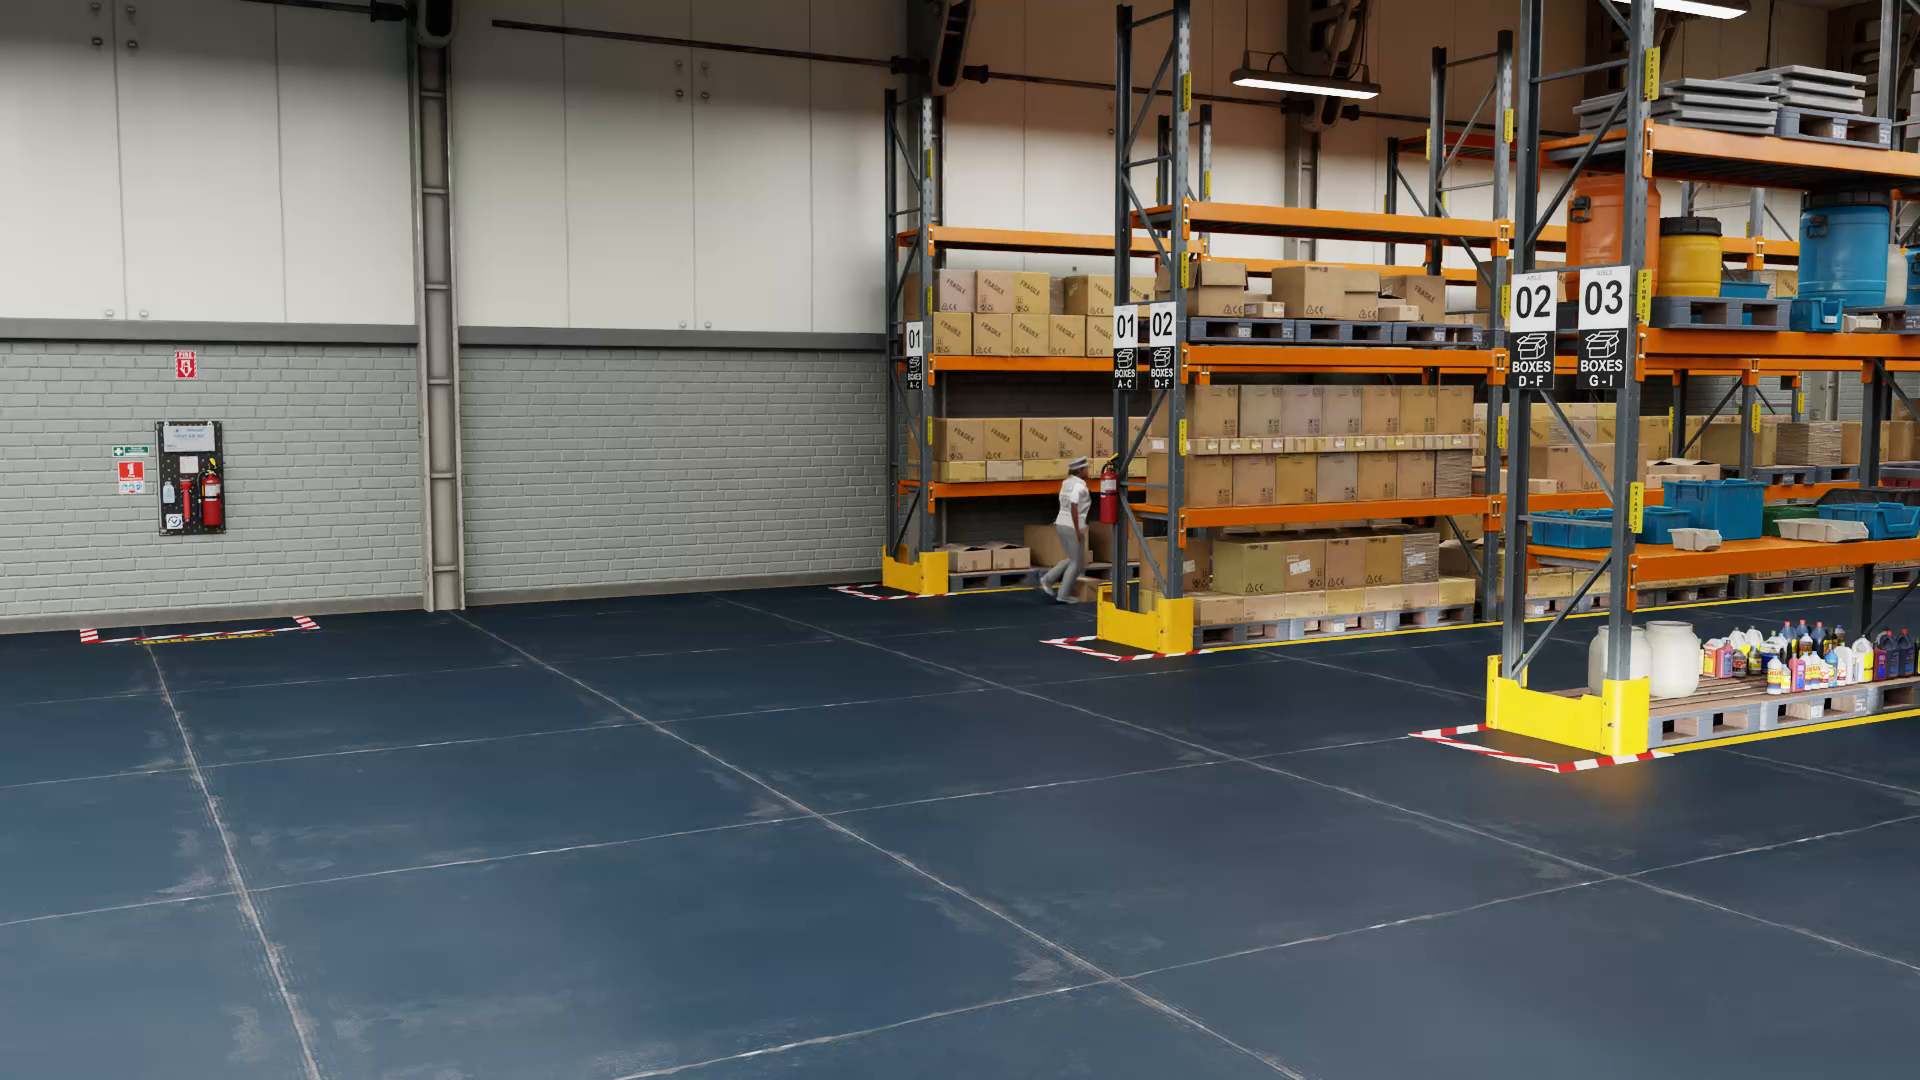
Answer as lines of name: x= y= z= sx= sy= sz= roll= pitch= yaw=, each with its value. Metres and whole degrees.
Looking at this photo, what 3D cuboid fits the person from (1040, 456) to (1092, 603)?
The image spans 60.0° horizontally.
person: x=1.210 y=-0.113 z=18.730 sx=0.542 sy=1.667 sz=0.522 roll=-2 pitch=6 yaw=-23
